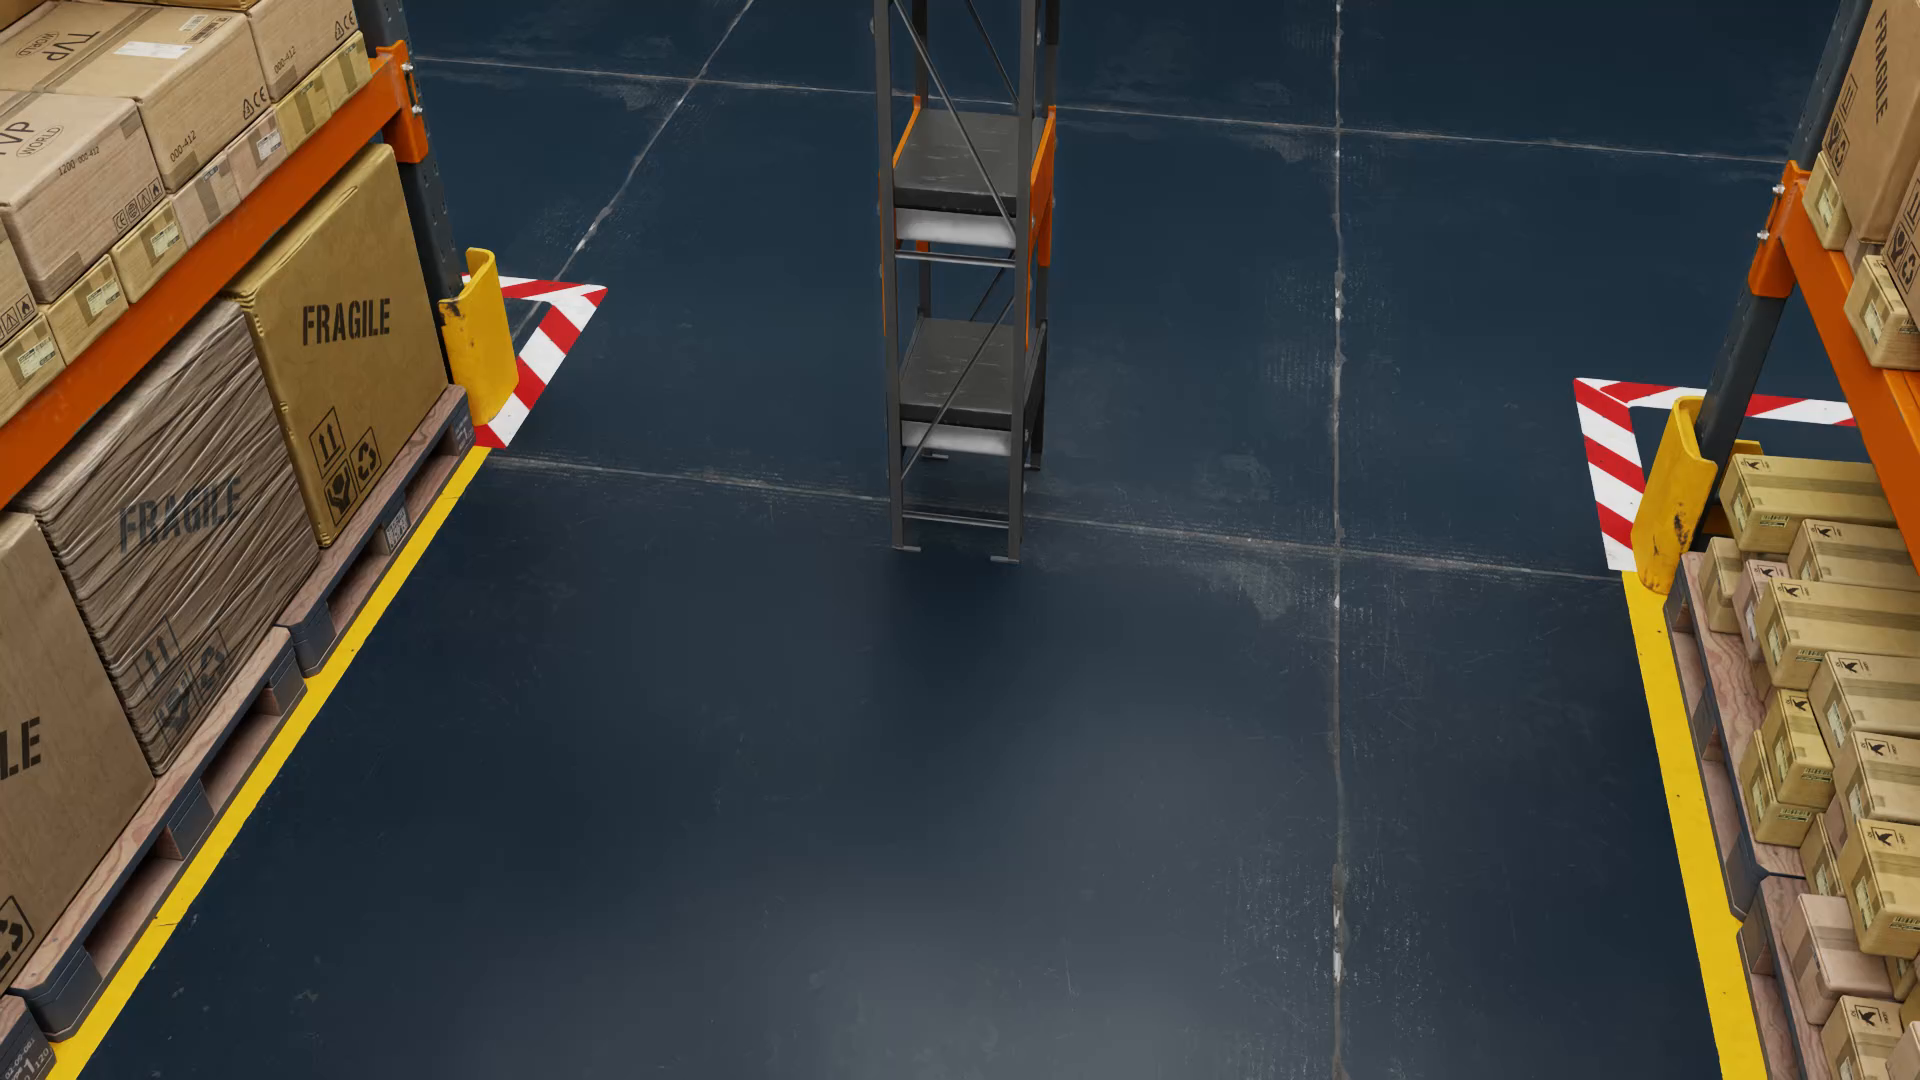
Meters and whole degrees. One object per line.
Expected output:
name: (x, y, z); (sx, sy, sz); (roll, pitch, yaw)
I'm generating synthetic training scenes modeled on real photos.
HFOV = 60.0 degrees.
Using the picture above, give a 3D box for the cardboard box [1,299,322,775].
cardboard box: (-2.363, -0.058, 4.304); (0.875, 0.875, 0.875); (6, 40, 8)

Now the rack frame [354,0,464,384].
rack frame: (-2.173, -1.697, 4.948); (1.000, 3.000, 0.127); (6, 40, 8)

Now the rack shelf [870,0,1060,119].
rack shelf: (0.029, -1.442, 4.269); (0.431, 0.518, 0.480); (6, 40, 8)

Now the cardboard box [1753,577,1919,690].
cardboard box: (2.170, 0.243, 4.043); (0.380, 0.149, 0.250); (6, 40, 8)

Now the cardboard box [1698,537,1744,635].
cardboard box: (2.288, 0.144, 4.629); (0.380, 0.149, 0.250); (7, 40, 9)

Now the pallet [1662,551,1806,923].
pallet: (2.506, 0.542, 4.429); (1.003, 0.211, 1.213); (6, 40, 8)

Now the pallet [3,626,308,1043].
pallet: (-2.448, 0.652, 4.296); (1.003, 0.211, 1.213); (6, 40, 8)

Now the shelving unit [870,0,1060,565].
shelving unit: (0.029, -0.913, 4.707); (0.431, 2.100, 0.503); (6, 40, 8)

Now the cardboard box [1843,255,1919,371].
cardboard box: (2.213, -0.495, 3.692); (0.380, 0.149, 0.250); (5, 40, 6)

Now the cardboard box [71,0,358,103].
cardboard box: (-1.996, -1.420, 4.498); (0.500, 0.250, 0.500); (6, 40, 7)

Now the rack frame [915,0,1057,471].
rack frame: (0.071, -1.066, 4.892); (0.400, 2.100, 0.015); (6, 40, 8)

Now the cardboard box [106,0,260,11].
cardboard box: (-1.999, -1.708, 4.257); (0.500, 0.500, 0.500); (7, 40, 8)

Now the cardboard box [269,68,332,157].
cardboard box: (-1.954, -1.177, 4.516); (0.380, 0.149, 0.250); (7, 40, 8)

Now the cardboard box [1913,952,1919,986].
cardboard box: (2.112, 0.909, 3.237); (0.380, 0.149, 0.250); (6, 40, 8)

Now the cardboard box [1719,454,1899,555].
cardboard box: (2.269, -0.087, 4.442); (0.380, 0.149, 0.250); (5, 40, 6)

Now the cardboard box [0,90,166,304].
cardboard box: (-2.172, -0.782, 3.726); (0.500, 0.250, 0.500); (5, 40, 6)

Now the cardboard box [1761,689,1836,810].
cardboard box: (2.141, 0.515, 3.948); (0.380, 0.149, 0.250); (8, 40, 9)

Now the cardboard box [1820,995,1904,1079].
cardboard box: (2.034, 1.116, 3.453); (0.380, 0.149, 0.250); (6, 40, 8)

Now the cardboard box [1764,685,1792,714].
cardboard box: (2.288, 0.474, 4.230); (0.380, 0.149, 0.250); (7, 40, 8)

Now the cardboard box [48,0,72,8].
cardboard box: (-2.522, -1.482, 4.573); (0.500, 0.250, 0.500); (5, 40, 6)

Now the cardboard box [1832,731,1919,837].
cardboard box: (2.151, 0.581, 3.634); (0.380, 0.149, 0.250); (8, 40, 9)

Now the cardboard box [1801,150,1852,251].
cardboard box: (2.315, -0.822, 4.088); (0.380, 0.149, 0.250); (6, 40, 7)

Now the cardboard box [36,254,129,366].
cardboard box: (-2.130, -0.536, 3.741); (0.380, 0.149, 0.250); (7, 40, 8)

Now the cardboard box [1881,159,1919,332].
cardboard box: (2.277, -0.649, 3.370); (0.500, 0.500, 0.500); (6, 40, 8)

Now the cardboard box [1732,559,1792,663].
cardboard box: (2.248, 0.202, 4.326); (0.380, 0.149, 0.250); (6, 40, 7)

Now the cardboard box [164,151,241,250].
cardboard box: (-2.043, -0.862, 4.136); (0.380, 0.149, 0.250); (7, 40, 8)

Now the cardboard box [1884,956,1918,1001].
cardboard box: (2.183, 0.866, 3.522); (0.380, 0.149, 0.250); (8, 40, 10)

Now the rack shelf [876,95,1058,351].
rack shelf: (0.029, -0.903, 4.715); (0.431, 0.518, 0.480); (6, 40, 8)

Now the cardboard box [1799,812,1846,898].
cardboard box: (2.185, 0.793, 3.845); (0.380, 0.149, 0.250); (6, 40, 8)

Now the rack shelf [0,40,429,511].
rack shelf: (-2.519, -0.164, 3.659); (1.077, 0.370, 4.000); (6, 40, 8)

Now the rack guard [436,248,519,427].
rack guard: (-2.169, -0.748, 5.763); (1.175, 0.500, 0.348); (6, 40, 8)
